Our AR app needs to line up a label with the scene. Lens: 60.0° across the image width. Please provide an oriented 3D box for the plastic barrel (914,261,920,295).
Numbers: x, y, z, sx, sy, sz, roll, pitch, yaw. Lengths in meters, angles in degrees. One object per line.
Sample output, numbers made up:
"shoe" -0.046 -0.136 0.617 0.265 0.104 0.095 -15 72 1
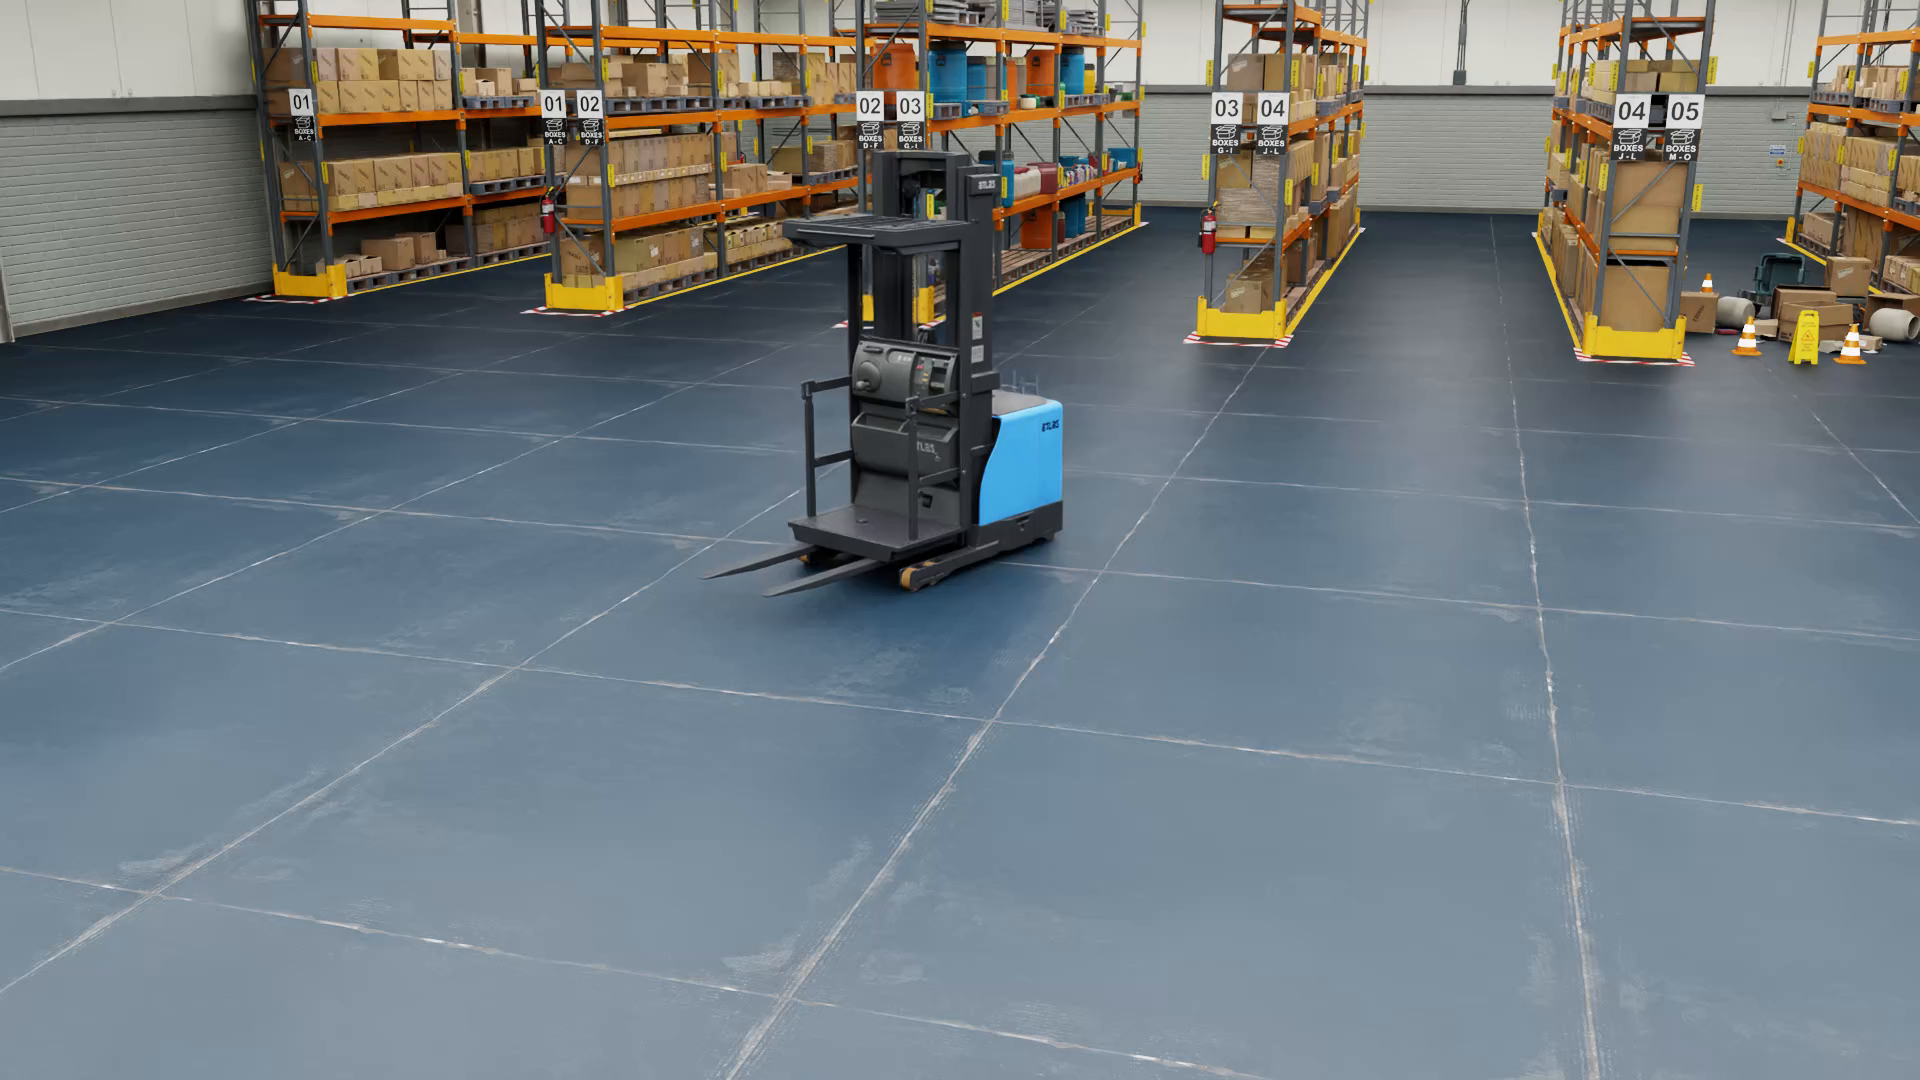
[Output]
"plastic barrel" -0.689 -3.909 24.905 0.421 0.512 0.421 0 16 0

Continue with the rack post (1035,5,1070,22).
"rack post" 1.495 -9.730 30.783 0.954 0.300 0.937 5 16 16

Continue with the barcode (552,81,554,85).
"barcode" -6.070 -6.819 24.812 0.001 0.075 0.075 5 16 16

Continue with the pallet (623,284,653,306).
"pallet" -5.516 -3.842 25.987 1.003 0.211 1.213 5 16 16

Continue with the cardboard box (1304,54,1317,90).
"cardboard box" 5.057 -6.995 24.851 0.500 0.500 0.500 4 16 14

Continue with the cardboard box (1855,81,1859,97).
"cardboard box" 16.238 -8.059 29.723 0.396 0.266 0.258 4 16 15

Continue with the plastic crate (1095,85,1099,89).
"plastic crate" 2.904 -9.816 36.556 0.504 0.338 0.767 5 16 16

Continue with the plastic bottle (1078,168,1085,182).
"plastic bottle" 2.416 -7.319 33.364 0.152 0.276 0.135 5 16 16

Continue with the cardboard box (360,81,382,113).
"cardboard box" -9.778 -7.206 27.021 0.500 0.500 0.500 5 17 18

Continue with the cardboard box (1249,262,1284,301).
"cardboard box" 4.532 -3.836 24.669 0.500 0.500 0.500 3 16 11

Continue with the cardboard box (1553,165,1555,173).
"cardboard box" 11.020 -6.753 30.285 0.380 0.149 0.250 4 16 15

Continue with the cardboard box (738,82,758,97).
"cardboard box" -3.954 -8.095 29.880 0.500 0.250 0.500 3 16 11

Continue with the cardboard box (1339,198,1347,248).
"cardboard box" 6.798 -6.127 32.059 1.225 0.875 0.875 4 16 14

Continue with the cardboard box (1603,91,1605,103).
"cardboard box" 8.661 -5.818 21.854 0.380 0.149 0.250 5 17 16

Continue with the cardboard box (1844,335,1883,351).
"cardboard box" 11.741 -2.570 21.619 0.250 0.149 0.380 -15 21 -41

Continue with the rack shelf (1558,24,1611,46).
"rack shelf" 12.509 -10.001 32.922 1.077 0.370 4.000 5 16 16

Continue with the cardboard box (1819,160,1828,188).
"cardboard box" 16.872 -7.039 31.965 0.500 0.500 0.500 4 16 15

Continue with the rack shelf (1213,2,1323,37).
"rack shelf" 4.372 -7.273 23.303 1.077 0.370 4.000 5 16 16

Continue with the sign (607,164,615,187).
"sign" -5.163 -5.390 24.604 0.100 0.325 0.005 5 16 16

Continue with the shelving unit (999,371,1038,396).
"shelving unit" 0.456 -0.722 13.176 0.258 1.200 0.189 13 20 38

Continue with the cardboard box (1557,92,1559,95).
"cardboard box" 12.417 -8.986 33.791 0.500 0.250 0.500 4 16 14

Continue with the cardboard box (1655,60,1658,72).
"cardboard box" 9.438 -6.285 22.038 0.380 0.149 0.250 5 17 17

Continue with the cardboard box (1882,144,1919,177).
"cardboard box" 15.475 -6.220 27.246 0.500 0.500 0.500 4 16 14

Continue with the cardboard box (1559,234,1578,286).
"cardboard box" 10.035 -4.388 26.154 1.050 0.750 0.750 5 16 16

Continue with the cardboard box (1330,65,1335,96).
"cardboard box" 6.046 -7.756 28.082 0.500 0.500 0.500 5 16 16

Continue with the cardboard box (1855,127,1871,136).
"cardboard box" 16.677 -7.589 30.884 0.380 0.149 0.250 5 17 17

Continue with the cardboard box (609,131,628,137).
"cardboard box" -7.365 -8.522 35.240 0.500 0.250 0.500 4 16 15

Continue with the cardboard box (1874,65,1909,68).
"cardboard box" 17.084 -8.461 30.529 0.500 0.500 0.500 5 17 17

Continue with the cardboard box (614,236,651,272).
"cardboard box" -5.187 -4.474 26.001 0.500 0.500 0.500 5 16 16

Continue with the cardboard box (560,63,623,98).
"cardboard box" -5.526 -6.892 24.919 0.797 0.503 0.637 6 17 20

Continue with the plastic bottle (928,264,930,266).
"plastic bottle" -0.495 -4.271 26.583 0.097 0.271 0.097 0 16 0

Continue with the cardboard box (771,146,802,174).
"cardboard box" -3.349 -7.497 32.810 0.700 0.500 0.500 -1 16 -3

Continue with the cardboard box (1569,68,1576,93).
"cardboard box" 11.376 -8.240 29.928 0.797 0.503 0.637 4 16 15

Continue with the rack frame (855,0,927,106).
"rack frame" -0.945 -7.481 22.714 1.000 3.000 0.127 5 16 16

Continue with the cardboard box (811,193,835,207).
"cardboard box" -2.938 -7.120 34.836 0.500 0.250 0.500 5 16 16

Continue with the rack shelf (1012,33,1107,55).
"rack shelf" 1.897 -9.559 32.090 1.077 0.370 4.000 5 16 16

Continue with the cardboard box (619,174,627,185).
"cardboard box" -5.303 -5.495 25.335 0.380 0.149 0.250 4 16 14

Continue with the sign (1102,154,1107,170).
"sign" 2.992 -7.824 34.411 0.100 0.325 0.005 5 16 16

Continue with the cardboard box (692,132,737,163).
"cardboard box" -6.032 -9.559 40.485 0.980 0.700 0.700 5 17 18

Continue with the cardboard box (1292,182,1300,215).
"cardboard box" 4.532 -5.069 24.475 0.875 0.500 0.500 5 16 16

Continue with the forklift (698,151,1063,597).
"forklift" -0.534 -1.207 11.714 1.130 2.935 3.031 13 20 38

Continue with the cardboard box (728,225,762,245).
"cardboard box" -3.907 -5.530 30.072 0.500 0.311 0.500 4 16 14

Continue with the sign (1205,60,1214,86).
"sign" 3.277 -6.128 21.818 0.100 0.325 0.005 5 16 16

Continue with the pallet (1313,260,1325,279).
"pallet" 5.854 -4.758 29.217 1.003 0.211 1.213 5 16 16

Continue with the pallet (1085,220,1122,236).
"pallet" 2.982 -6.909 36.799 1.003 0.211 1.213 5 16 16

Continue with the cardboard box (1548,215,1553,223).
"cardboard box" 12.028 -6.445 33.419 0.380 0.149 0.250 4 16 13

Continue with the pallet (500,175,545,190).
"pallet" -8.693 -6.843 31.809 1.003 0.211 1.213 5 16 16

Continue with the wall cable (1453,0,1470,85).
"wall cable" 13.262 -14.043 39.952 2.277 5.999 0.120 5 16 16

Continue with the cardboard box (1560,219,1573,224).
"cardboard box" 10.747 -5.452 28.992 0.500 0.250 0.500 4 16 15

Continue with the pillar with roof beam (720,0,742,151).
"pillar with roof beam" -1.831 -12.875 41.730 9.100 9.000 0.400 5 16 16

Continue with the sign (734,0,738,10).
"sign" -5.380 -12.877 39.881 0.100 0.325 0.005 5 16 16

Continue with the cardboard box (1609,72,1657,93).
"cardboard box" 8.402 -5.714 20.756 0.500 0.250 0.500 5 17 17

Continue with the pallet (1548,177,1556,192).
"pallet" 11.584 -6.658 31.159 1.003 0.211 1.213 5 16 16

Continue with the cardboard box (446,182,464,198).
"cardboard box" -9.151 -6.200 29.429 0.500 0.250 0.500 5 16 16

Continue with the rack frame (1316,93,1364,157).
"rack frame" 8.351 -8.397 36.936 1.000 3.000 0.127 5 16 16
